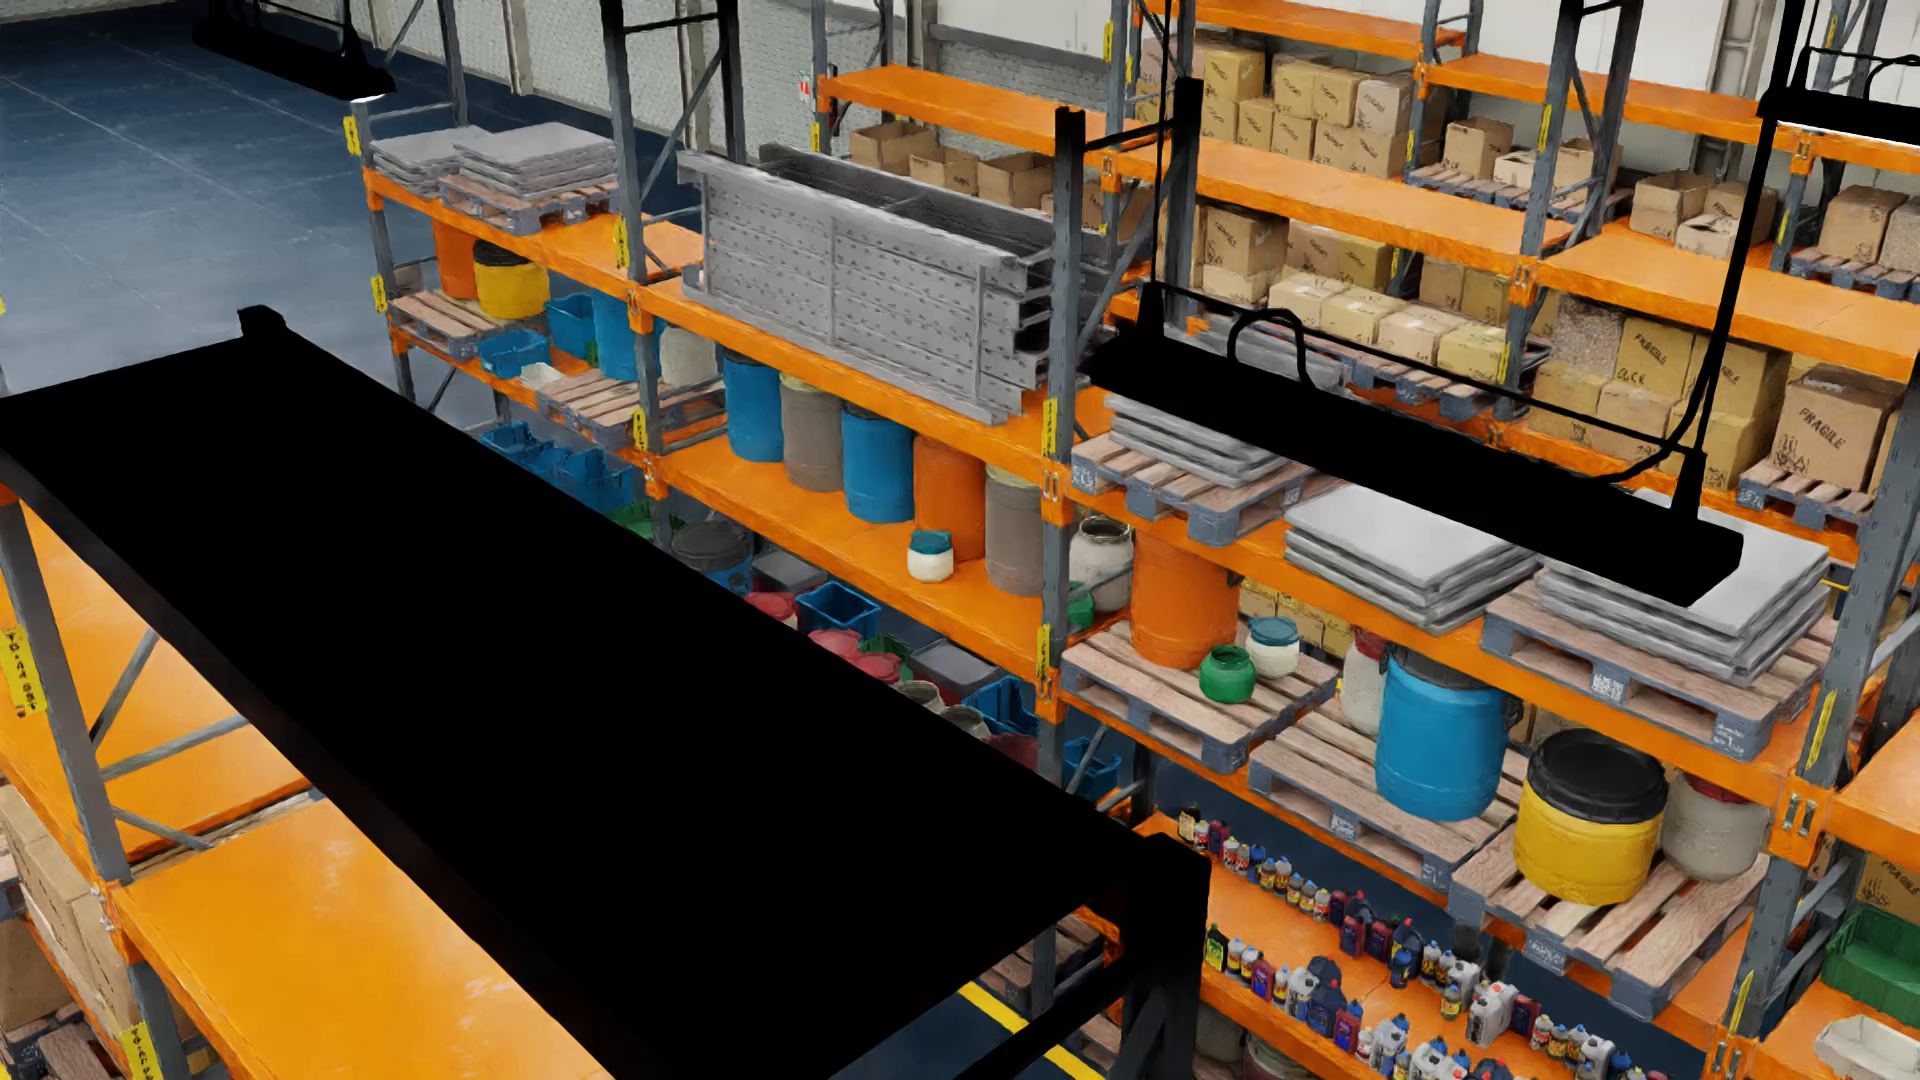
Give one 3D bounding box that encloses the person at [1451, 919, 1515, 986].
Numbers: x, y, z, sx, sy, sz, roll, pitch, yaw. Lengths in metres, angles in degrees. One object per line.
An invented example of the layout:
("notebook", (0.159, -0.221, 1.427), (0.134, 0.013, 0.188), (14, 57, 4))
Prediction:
("person", (3.494, 2.270, 10.760), (0.576, 1.760, 0.445), (8, 29, 14))
